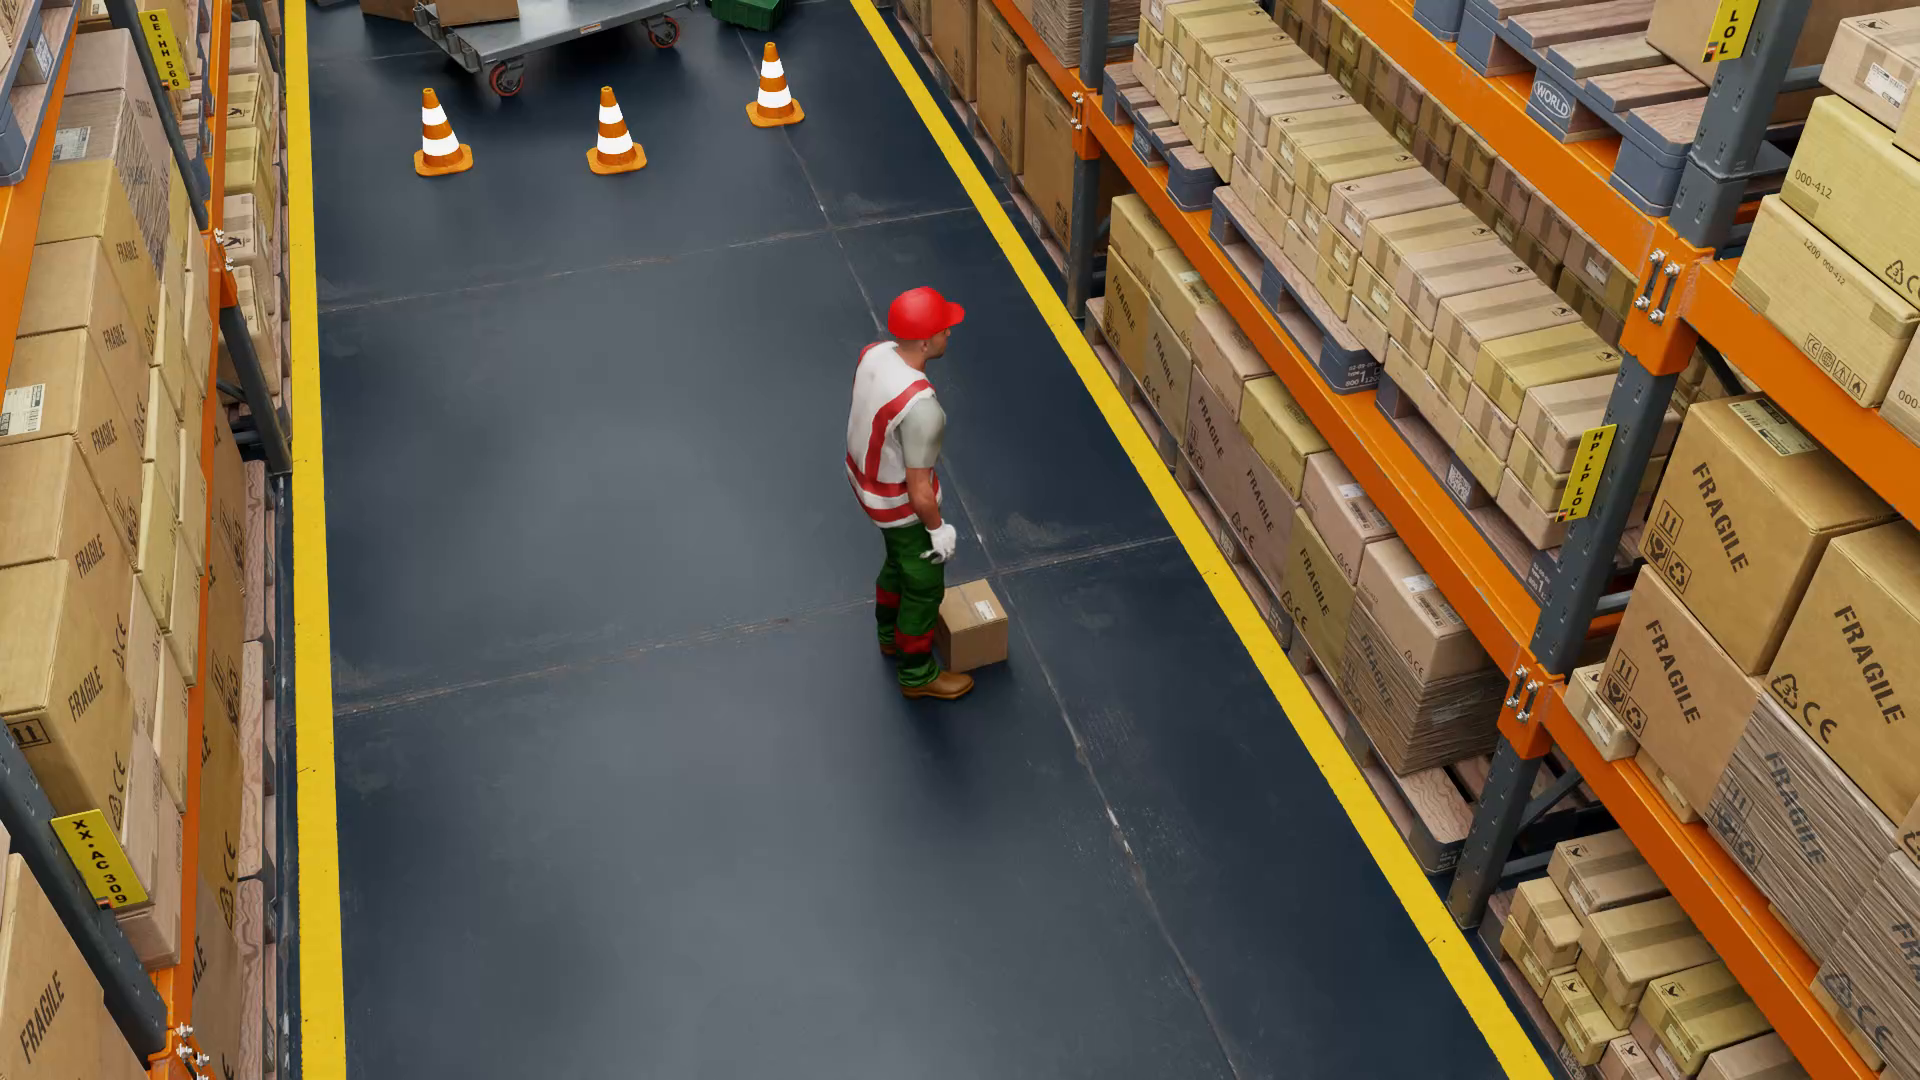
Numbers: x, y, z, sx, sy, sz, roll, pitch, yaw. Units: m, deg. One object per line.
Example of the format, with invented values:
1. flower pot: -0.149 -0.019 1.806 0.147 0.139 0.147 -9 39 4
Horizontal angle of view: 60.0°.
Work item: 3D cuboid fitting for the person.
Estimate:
1. person: -0.187 -0.176 6.344 0.447 1.780 0.620 -14 44 -15
